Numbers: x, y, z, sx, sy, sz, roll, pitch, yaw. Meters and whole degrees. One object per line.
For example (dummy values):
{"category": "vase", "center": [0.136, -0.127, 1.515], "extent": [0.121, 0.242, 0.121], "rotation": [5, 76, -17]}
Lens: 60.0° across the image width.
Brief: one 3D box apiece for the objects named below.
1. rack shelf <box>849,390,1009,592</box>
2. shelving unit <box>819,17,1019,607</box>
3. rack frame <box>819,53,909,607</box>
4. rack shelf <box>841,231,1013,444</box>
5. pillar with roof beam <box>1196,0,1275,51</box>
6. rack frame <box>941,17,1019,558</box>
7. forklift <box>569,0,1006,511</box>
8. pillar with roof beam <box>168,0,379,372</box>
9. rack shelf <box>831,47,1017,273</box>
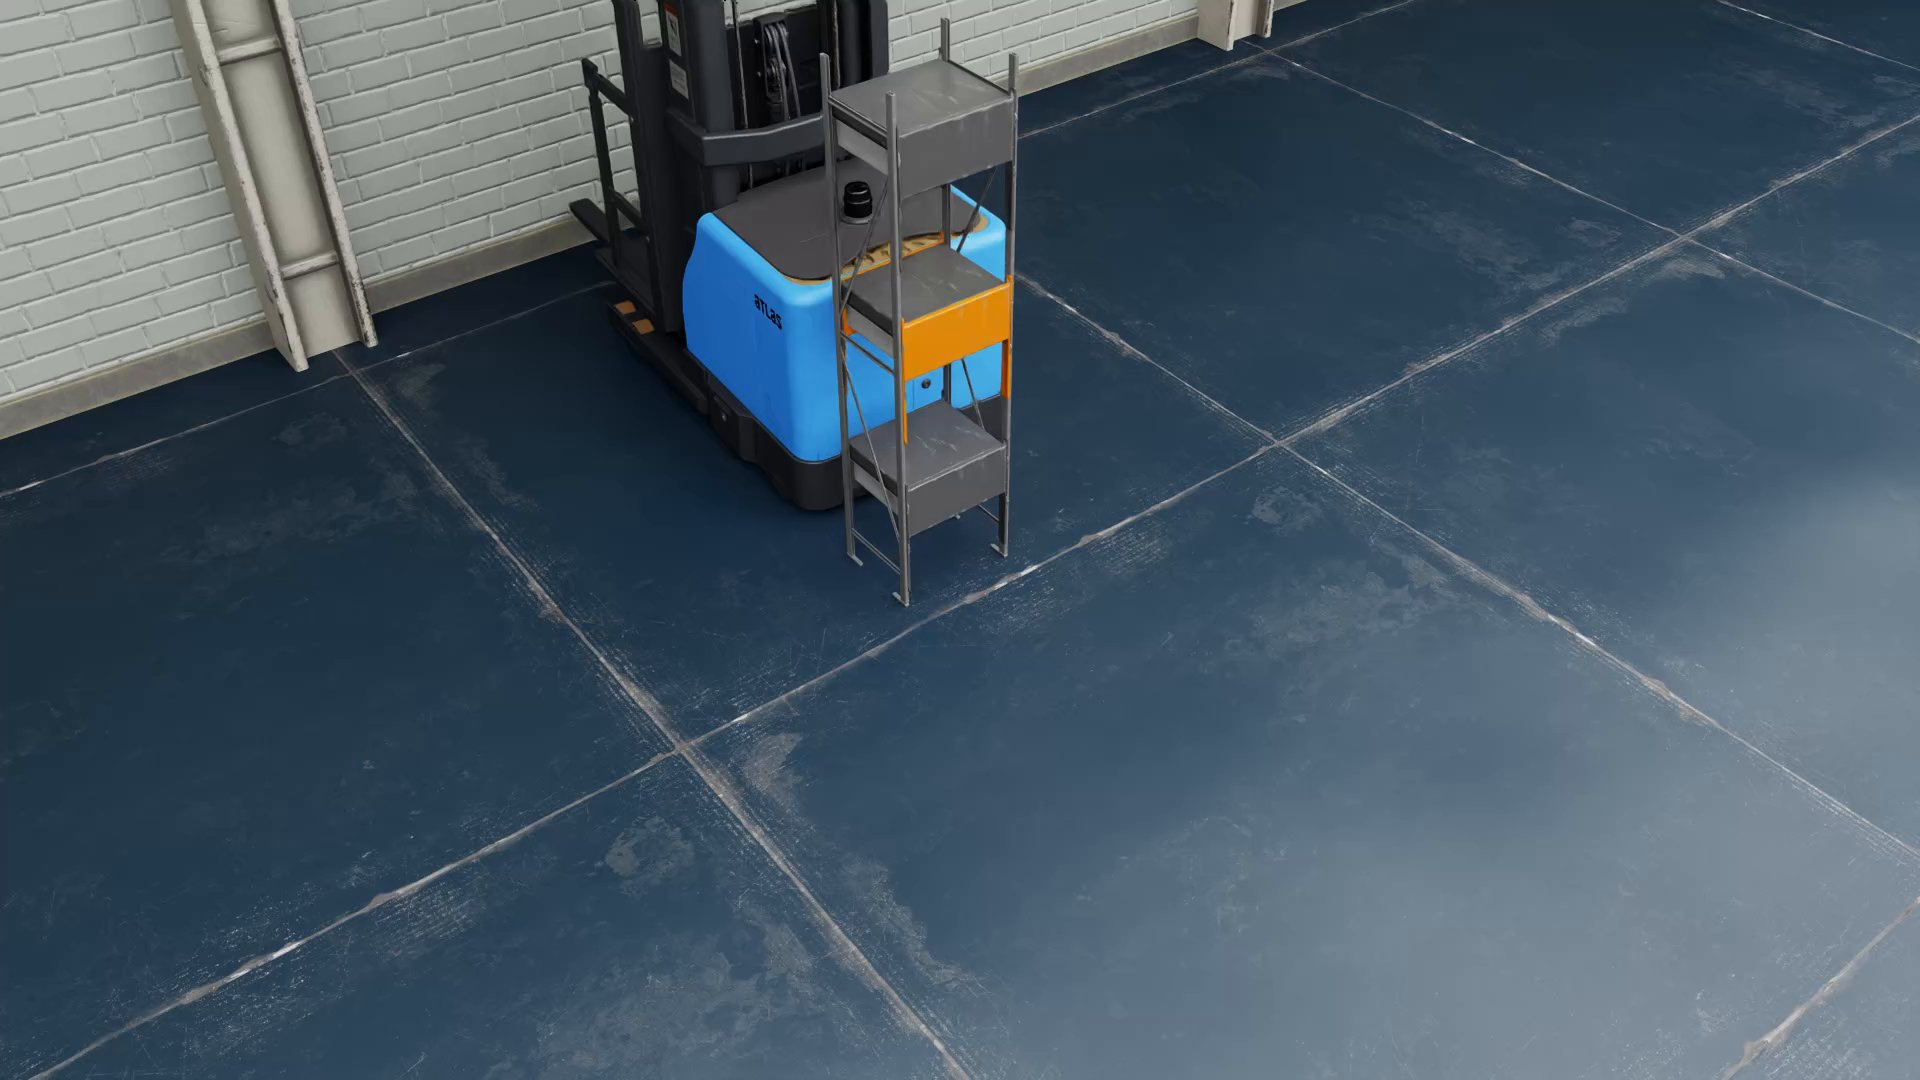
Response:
{"category": "rack shelf", "center": [-0.131, -0.196, 6.459], "extent": [0.480, 0.518, 0.431], "rotation": [-26, 46, -28]}
{"category": "shelving unit", "center": [-0.131, -0.748, 6.006], "extent": [0.503, 2.100, 0.431], "rotation": [-26, 46, -28]}
{"category": "rack frame", "center": [-0.325, -0.654, 5.891], "extent": [0.015, 2.100, 0.400], "rotation": [-26, 46, -28]}
{"category": "rack shelf", "center": [-0.131, -0.737, 6.015], "extent": [0.480, 0.518, 0.431], "rotation": [-26, 46, -28]}
{"category": "pillar with roof beam", "center": [4.376, -4.564, 5.218], "extent": [0.400, 9.000, 9.100], "rotation": [-26, 46, -28]}
{"category": "rack frame", "center": [0.062, -0.842, 6.121], "extent": [0.015, 2.100, 0.400], "rotation": [-26, 46, -28]}
{"category": "forklift", "center": [-1.021, -2.154, 7.064], "extent": [1.130, 2.935, 3.031], "rotation": [-23, 45, -25]}
{"category": "pillar with roof beam", "center": [-0.381, -2.245, 2.391], "extent": [0.400, 9.000, 9.100], "rotation": [-26, 46, -28]}
{"category": "rack shelf", "center": [-0.131, -1.278, 5.571], "extent": [0.480, 0.518, 0.431], "rotation": [-26, 46, -28]}
